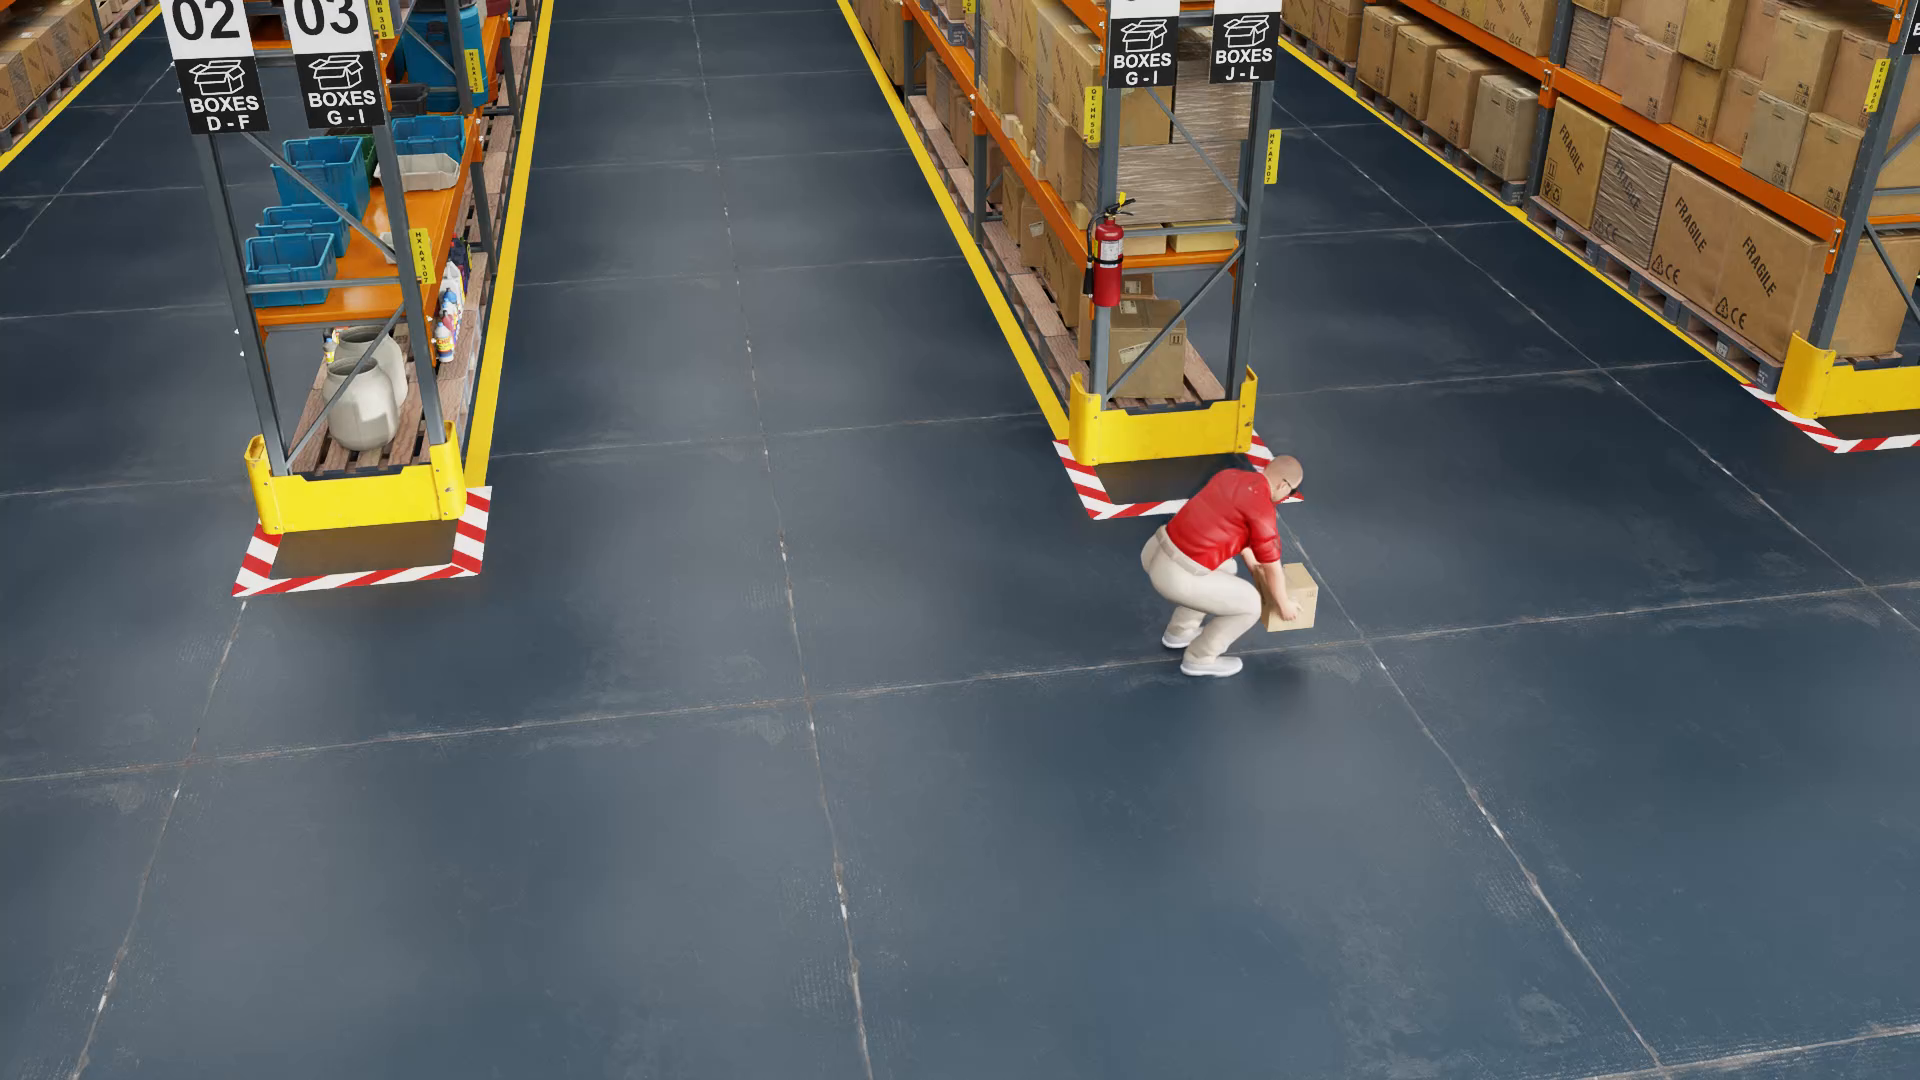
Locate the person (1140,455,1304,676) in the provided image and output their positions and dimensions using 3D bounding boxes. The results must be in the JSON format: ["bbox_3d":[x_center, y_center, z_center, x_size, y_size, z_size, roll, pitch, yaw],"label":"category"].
[{"bbox_3d":[1.334,0.108,8.565,0.818,1.130,0.568,-5,31,-9],"label":"person"}]
